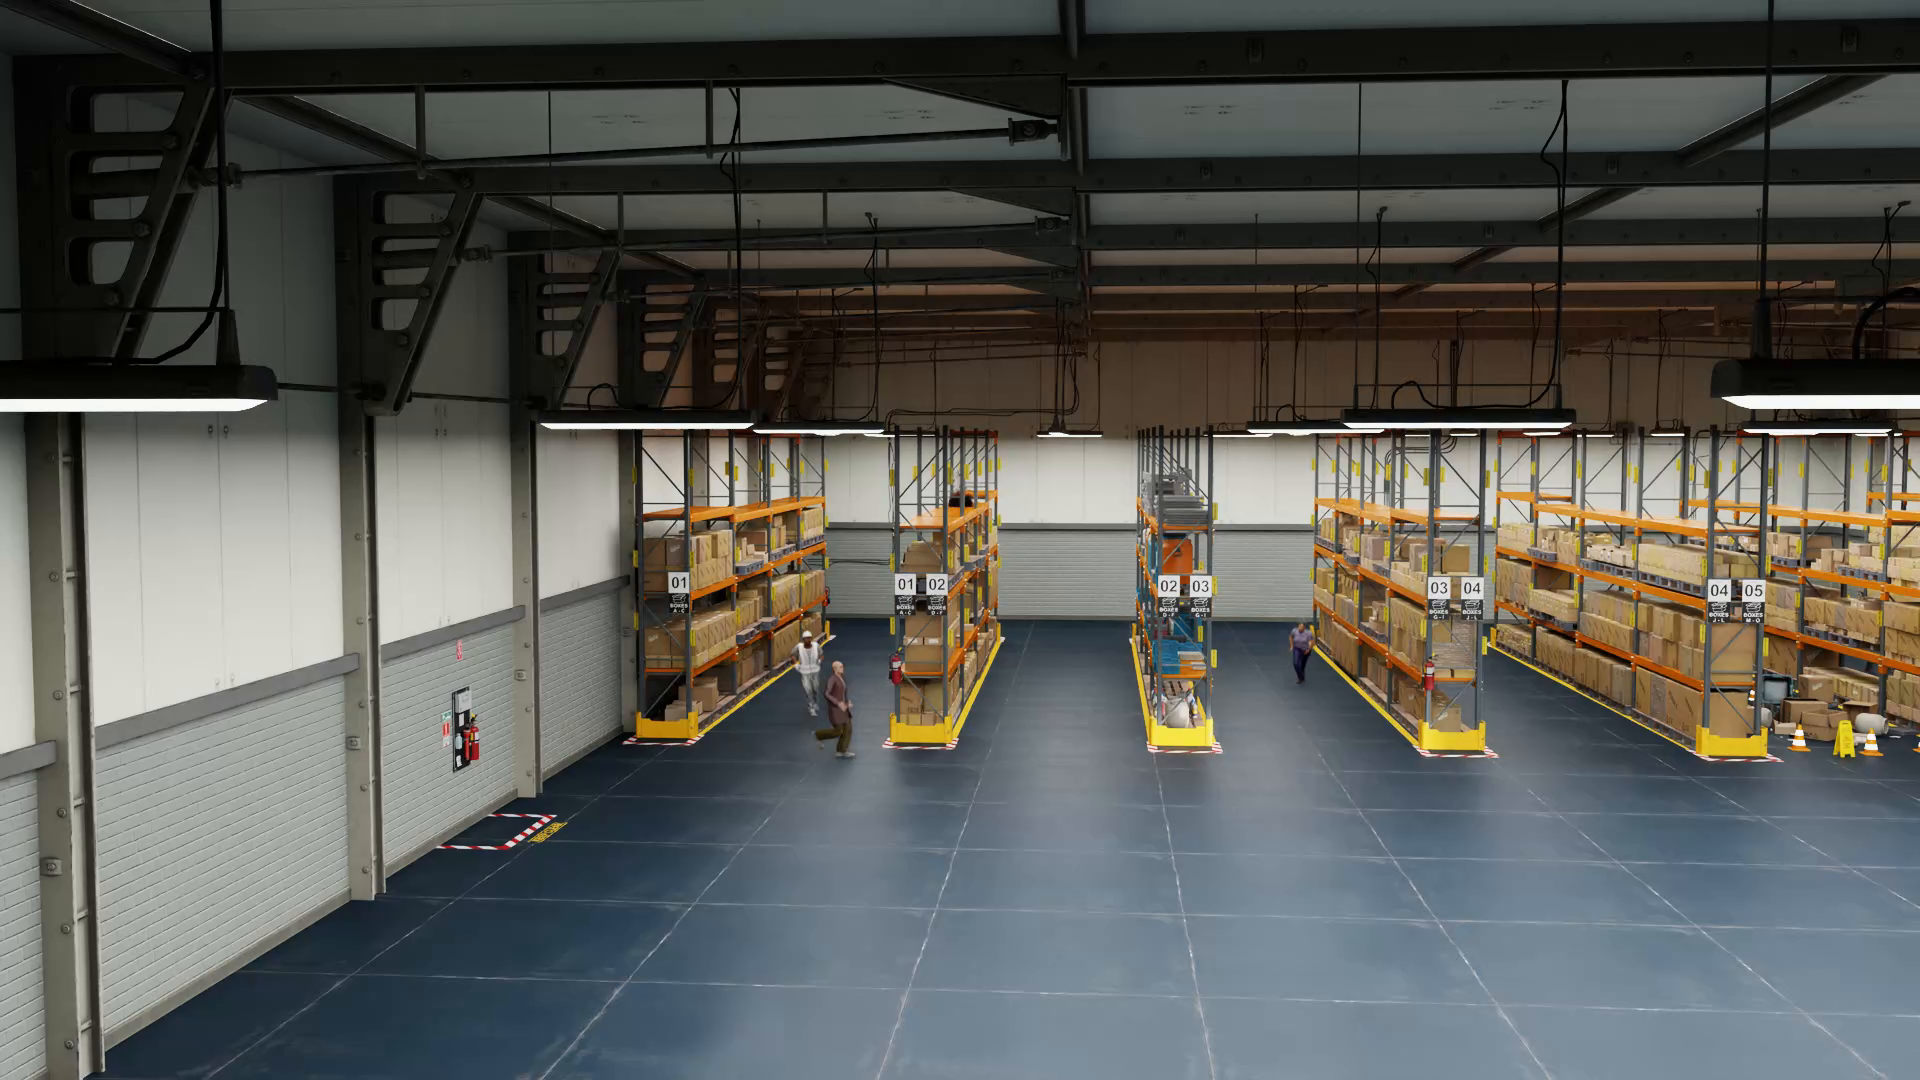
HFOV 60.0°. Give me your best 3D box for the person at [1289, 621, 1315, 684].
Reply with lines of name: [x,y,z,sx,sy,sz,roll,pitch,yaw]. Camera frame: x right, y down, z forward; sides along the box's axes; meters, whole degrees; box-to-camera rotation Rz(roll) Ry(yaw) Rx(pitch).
person: [8.095,2.640,39.319,0.599,1.520,0.988,1,4,14]

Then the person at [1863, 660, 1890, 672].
person: [22.443,2.474,40.684,0.573,1.628,0.850,-1,3,-10]

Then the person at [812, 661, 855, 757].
person: [-2.274,3.056,30.066,0.813,1.733,0.721,1,4,20]

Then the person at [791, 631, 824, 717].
person: [-3.156,2.749,34.536,0.691,1.755,0.852,-1,4,-14]
